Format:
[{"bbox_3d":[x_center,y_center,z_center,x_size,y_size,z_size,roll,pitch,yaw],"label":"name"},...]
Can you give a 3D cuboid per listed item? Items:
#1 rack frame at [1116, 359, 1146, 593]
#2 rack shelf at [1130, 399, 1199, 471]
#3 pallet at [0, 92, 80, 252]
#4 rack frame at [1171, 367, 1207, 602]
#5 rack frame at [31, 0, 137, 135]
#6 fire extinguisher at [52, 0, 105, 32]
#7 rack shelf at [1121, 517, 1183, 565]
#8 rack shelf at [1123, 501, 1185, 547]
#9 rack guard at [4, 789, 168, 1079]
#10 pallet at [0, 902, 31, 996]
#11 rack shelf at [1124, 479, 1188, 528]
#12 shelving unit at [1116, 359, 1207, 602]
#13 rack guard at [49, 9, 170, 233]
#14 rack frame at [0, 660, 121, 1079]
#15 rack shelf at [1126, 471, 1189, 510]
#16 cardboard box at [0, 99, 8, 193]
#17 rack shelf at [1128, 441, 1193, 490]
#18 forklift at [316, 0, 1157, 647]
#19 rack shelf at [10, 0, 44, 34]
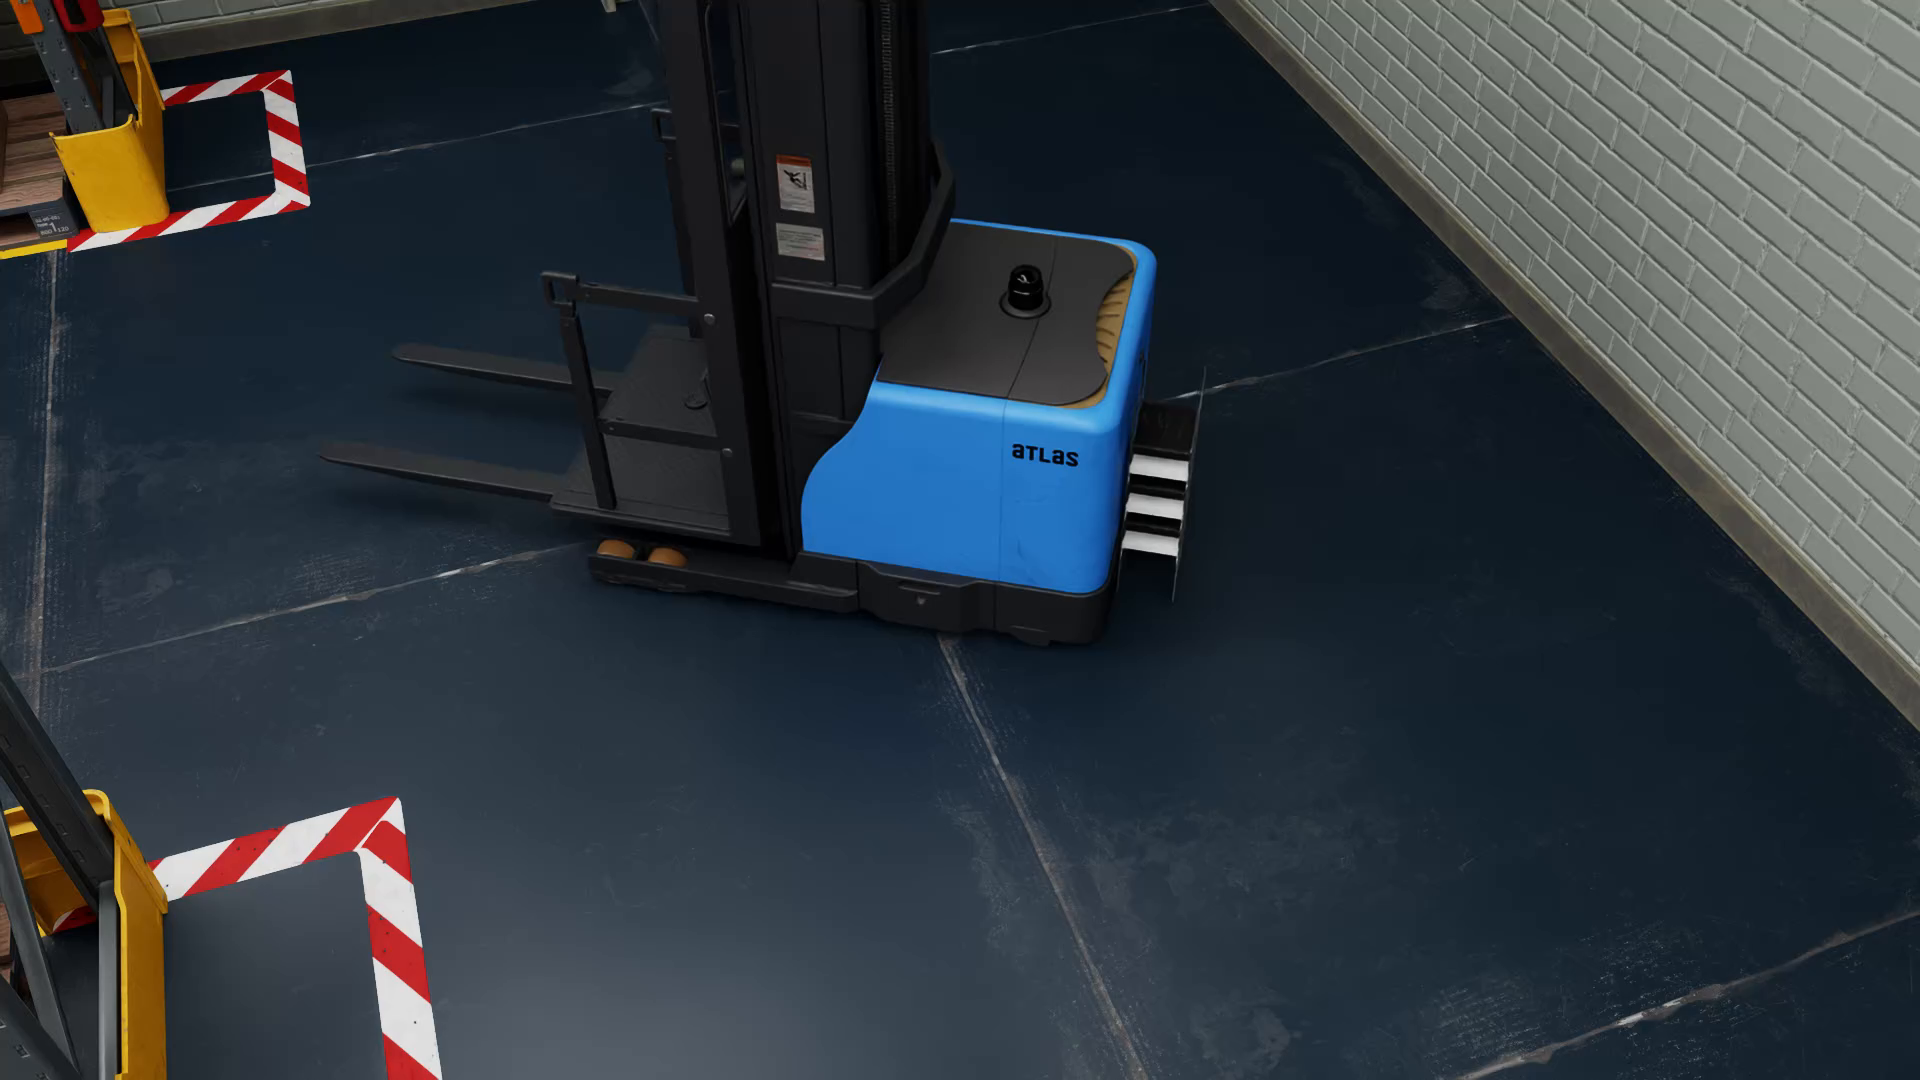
[{"bbox_3d":[0.597,-0.206,5.820,0.006,0.900,0.240,9,46,9],"label":"rack frame"},{"bbox_3d":[0.696,-0.358,5.637,0.200,0.077,0.258,9,46,9],"label":"rack shelf"},{"bbox_3d":[-4.780,-1.654,7.749,1.213,0.211,1.003,-14,47,-14],"label":"pallet"},{"bbox_3d":[0.795,-0.176,5.790,0.006,0.900,0.240,9,46,9],"label":"rack frame"},{"bbox_3d":[-4.054,-2.883,7.005,0.127,3.000,1.000,-14,47,-14],"label":"rack frame"},{"bbox_3d":[-3.756,-2.452,6.894,0.183,0.674,0.296,-14,47,-14],"label":"fire extinguisher"},{"bbox_3d":[0.696,-0.040,5.956,0.200,0.077,0.258,9,46,9],"label":"rack shelf"},{"bbox_3d":[0.696,-0.104,5.892,0.200,0.077,0.258,9,46,9],"label":"rack shelf"},{"bbox_3d":[-2.440,1.317,4.584,0.348,0.500,1.175,-14,47,-14],"label":"rack guard"},{"bbox_3d":[-3.190,1.612,4.495,1.213,0.211,1.003,-14,47,-14],"label":"pallet"},{"bbox_3d":[0.696,-0.167,5.829,0.200,0.077,0.258,9,46,9],"label":"rack shelf"},{"bbox_3d":[0.696,-0.191,5.805,0.210,0.900,0.258,9,46,9],"label":"shelving unit"},{"bbox_3d":[-4.032,-2.006,7.896,0.348,0.500,1.175,-14,47,-14],"label":"rack guard"},{"bbox_3d":[-2.369,0.417,3.717,0.127,3.000,1.000,-14,47,-14],"label":"rack frame"},{"bbox_3d":[0.696,-0.231,5.765,0.200,0.077,0.258,9,46,9],"label":"rack shelf"},{"bbox_3d":[-4.679,-1.913,7.508,0.500,0.500,0.700,-14,47,-14],"label":"cardboard box"},{"bbox_3d":[0.696,-0.295,5.701,0.200,0.077,0.258,9,46,9],"label":"rack shelf"},{"bbox_3d":[-0.875,-1.201,5.378,3.031,2.935,1.130,9,46,9],"label":"forklift"},{"bbox_3d":[-5.935,-2.148,6.781,4.000,0.370,1.077,-14,47,-14],"label":"rack shelf"}]
